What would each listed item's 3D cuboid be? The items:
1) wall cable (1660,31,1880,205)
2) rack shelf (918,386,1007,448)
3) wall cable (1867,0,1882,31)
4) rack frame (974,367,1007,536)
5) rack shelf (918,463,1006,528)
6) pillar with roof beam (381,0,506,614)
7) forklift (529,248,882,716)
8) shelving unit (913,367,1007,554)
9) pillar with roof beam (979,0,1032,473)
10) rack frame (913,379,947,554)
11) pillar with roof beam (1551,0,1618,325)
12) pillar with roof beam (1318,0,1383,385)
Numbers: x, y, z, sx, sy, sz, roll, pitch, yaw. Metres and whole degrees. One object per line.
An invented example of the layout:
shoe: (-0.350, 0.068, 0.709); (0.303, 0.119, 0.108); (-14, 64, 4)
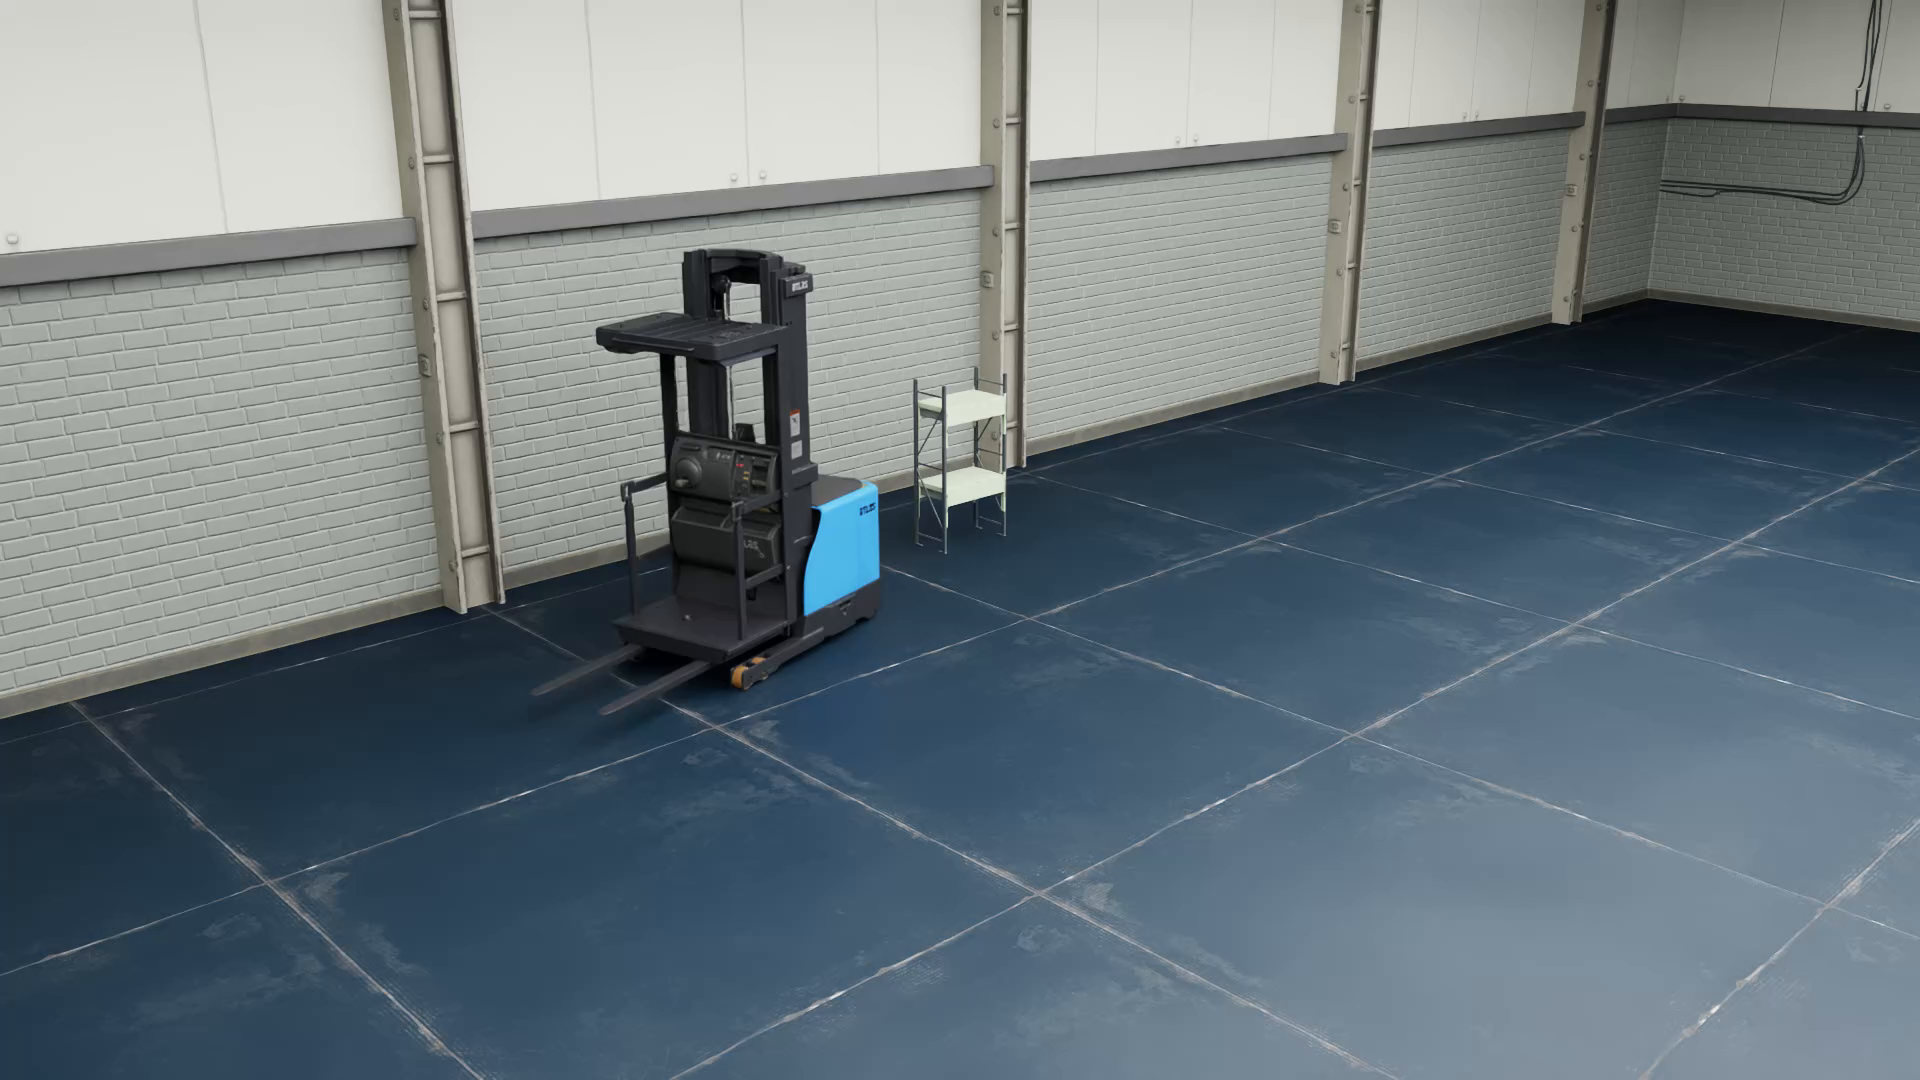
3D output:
wall cable: (12.213, -6.435, 25.275); (0.112, 2.526, 3.097); (-16, 24, -41)
rack shelf: (0.005, -1.086, 14.637); (0.720, 0.370, 0.431); (-16, 24, -41)
wall cable: (14.072, -8.231, 22.627); (0.112, 2.526, 3.097); (-16, 24, -41)
rack frame: (0.271, -0.792, 14.997); (0.023, 1.500, 0.400); (-16, 24, -41)
rack shelf: (0.005, -0.405, 14.858); (0.720, 0.370, 0.431); (-16, 24, -41)
pillar with roof beam: (-0.957, -2.805, 9.046); (0.400, 9.000, 9.100); (-16, 24, -41)
forklift: (-1.810, -0.502, 11.779); (1.130, 2.935, 3.031); (11, 21, 29)
shelving unit: (0.005, -0.715, 14.758); (0.755, 1.500, 0.431); (-16, 24, -41)
pillar with roof beam: (3.402, -4.076, 12.967); (0.400, 9.000, 9.100); (-16, 24, -41)
rack frame: (-0.261, -0.637, 14.519); (0.023, 1.500, 0.400); (-16, 24, -41)
pillar with roof beam: (12.122, -6.619, 20.809); (0.400, 9.000, 9.100); (-16, 24, -41)
pillar with roof beam: (7.762, -5.348, 16.888); (0.400, 9.000, 9.100); (-16, 24, -41)
